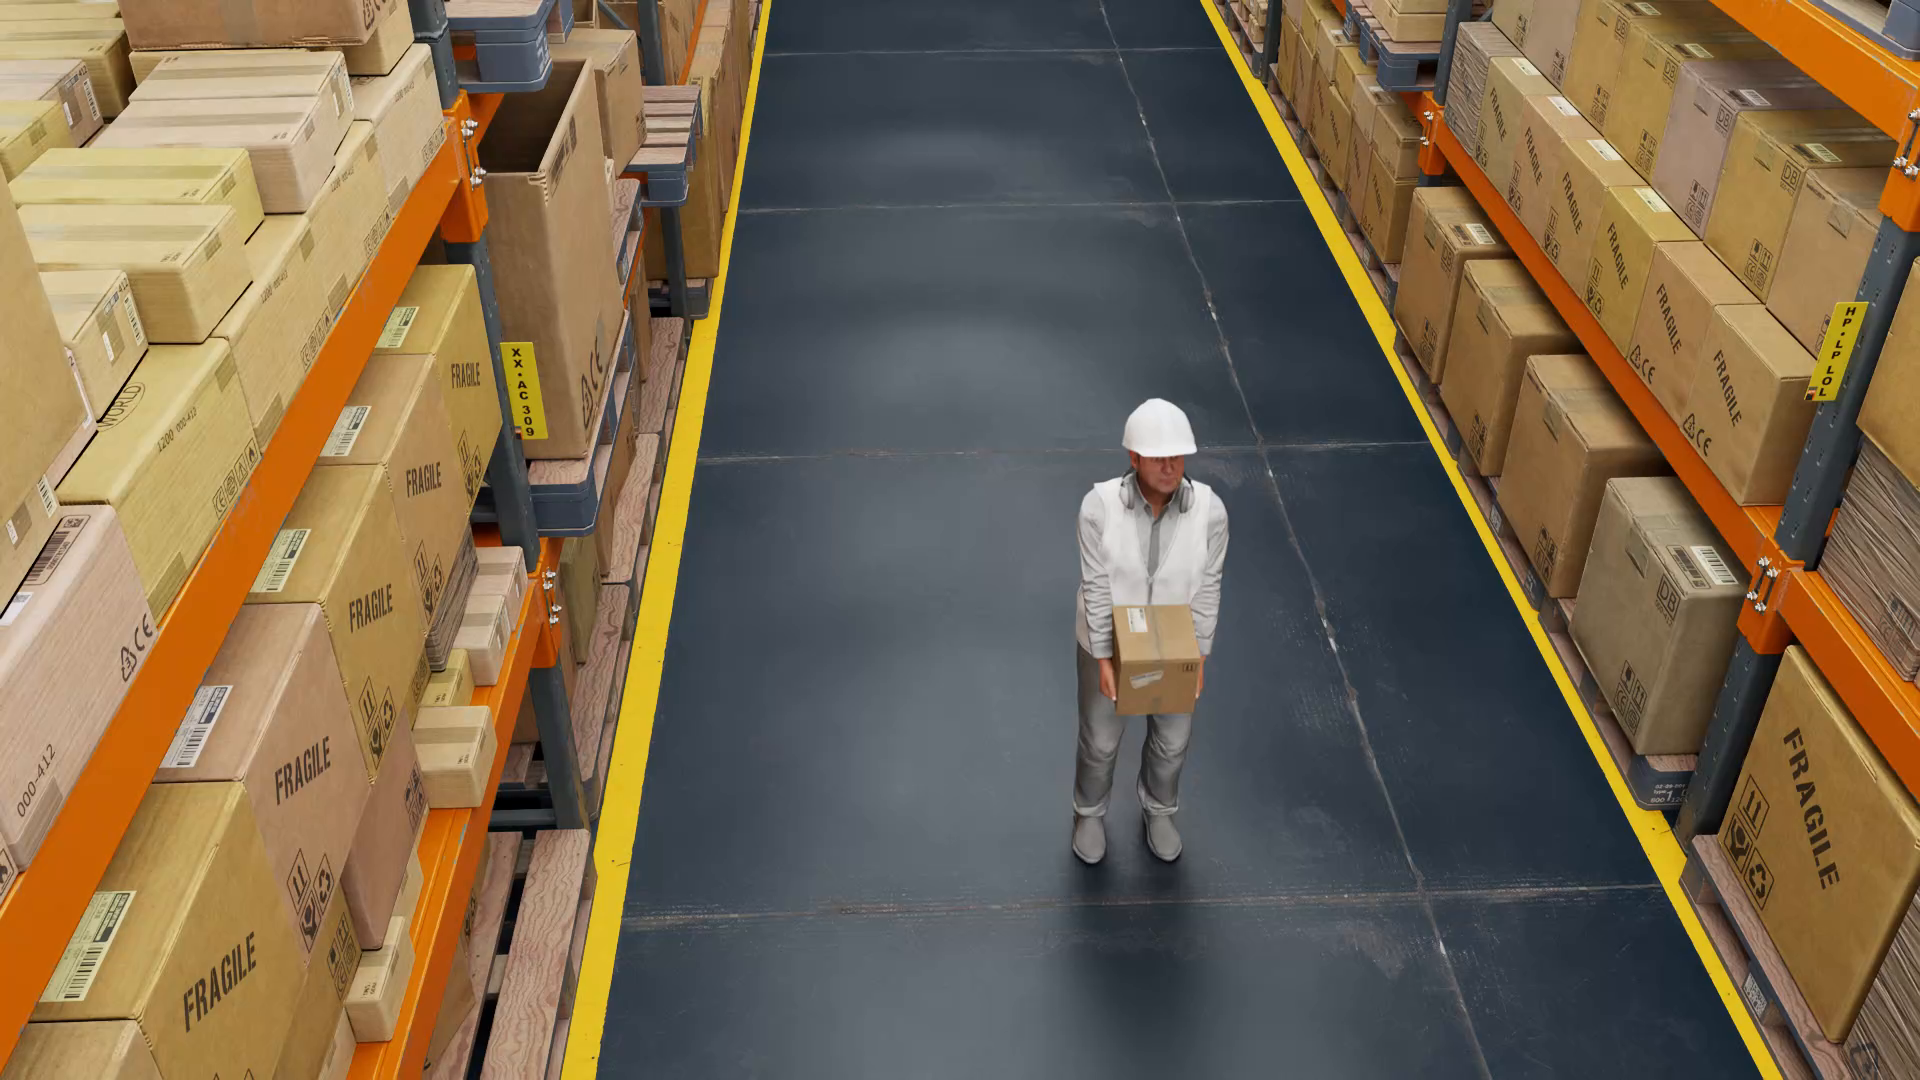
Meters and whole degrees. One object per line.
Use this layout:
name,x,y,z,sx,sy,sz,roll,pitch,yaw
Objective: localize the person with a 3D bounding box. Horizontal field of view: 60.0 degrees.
person,0.631,0.392,5.571,0.494,1.762,0.564,-1,35,-2
